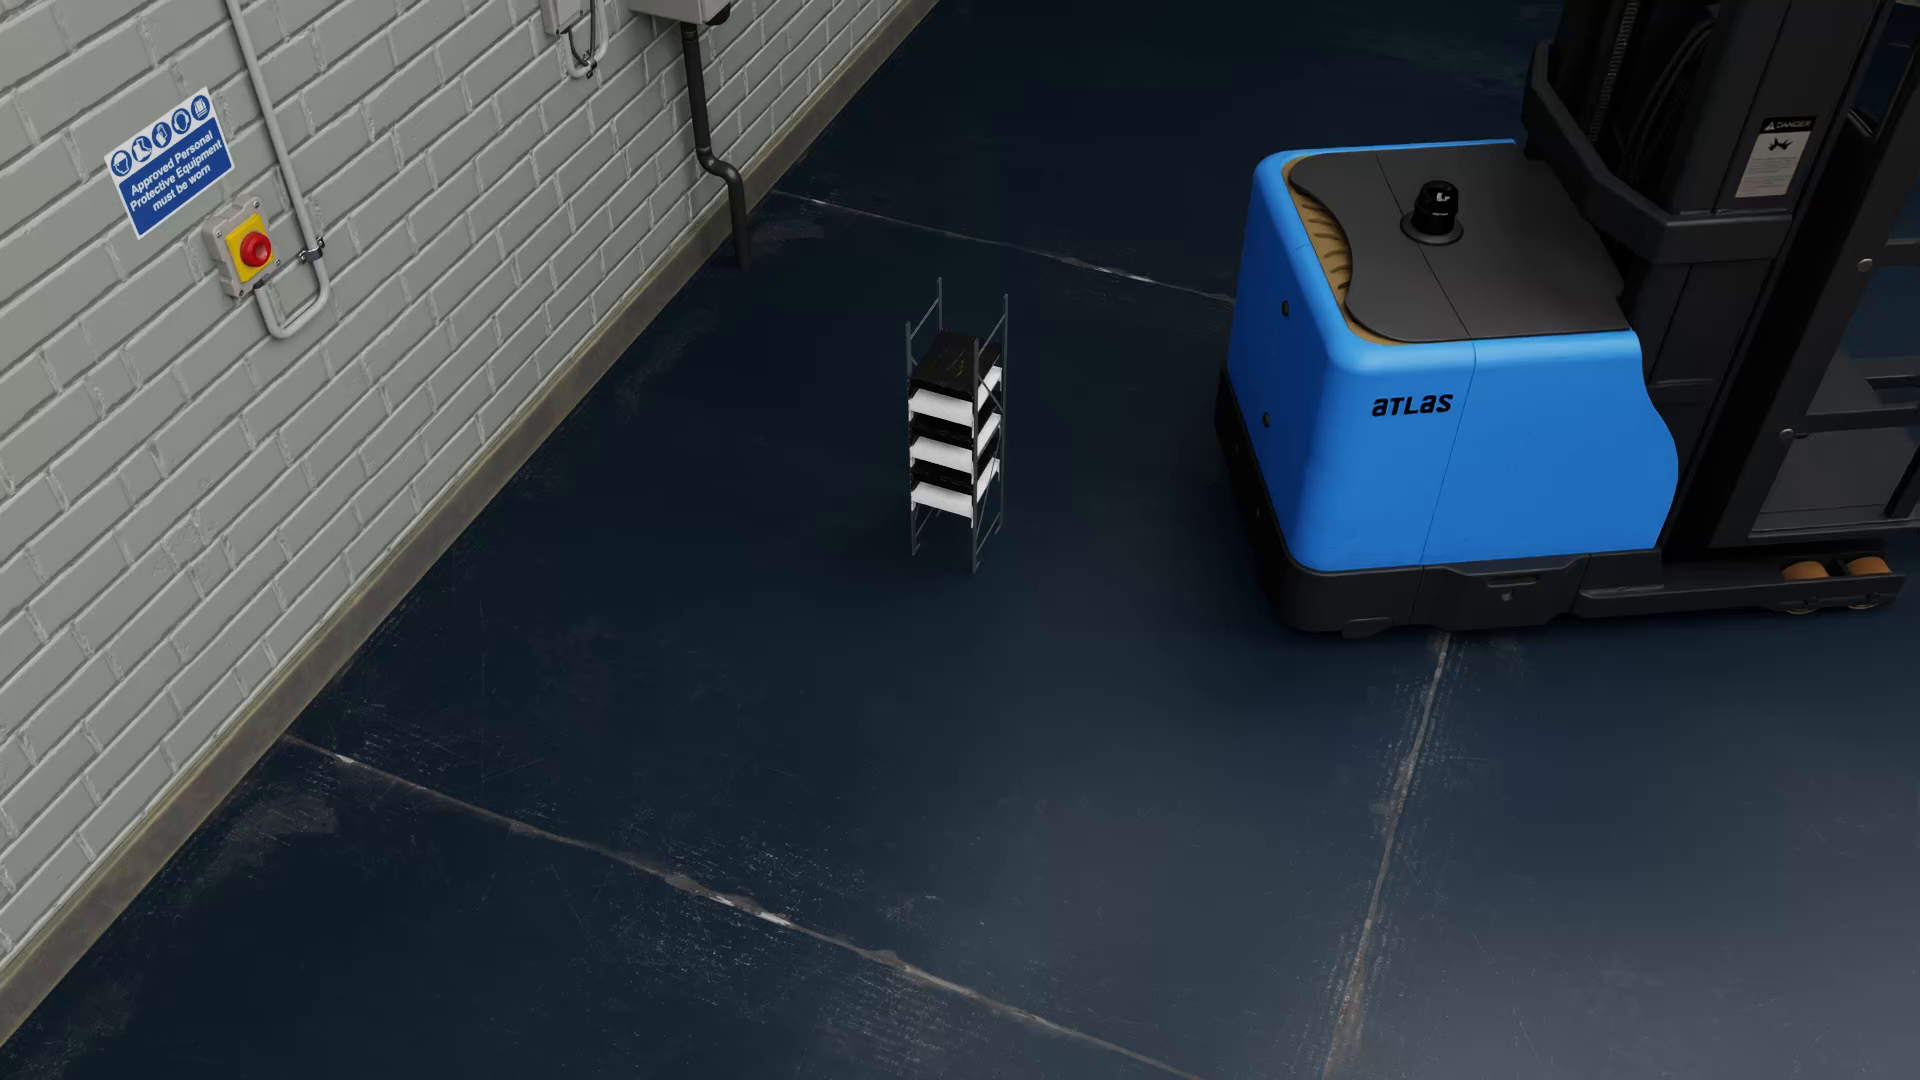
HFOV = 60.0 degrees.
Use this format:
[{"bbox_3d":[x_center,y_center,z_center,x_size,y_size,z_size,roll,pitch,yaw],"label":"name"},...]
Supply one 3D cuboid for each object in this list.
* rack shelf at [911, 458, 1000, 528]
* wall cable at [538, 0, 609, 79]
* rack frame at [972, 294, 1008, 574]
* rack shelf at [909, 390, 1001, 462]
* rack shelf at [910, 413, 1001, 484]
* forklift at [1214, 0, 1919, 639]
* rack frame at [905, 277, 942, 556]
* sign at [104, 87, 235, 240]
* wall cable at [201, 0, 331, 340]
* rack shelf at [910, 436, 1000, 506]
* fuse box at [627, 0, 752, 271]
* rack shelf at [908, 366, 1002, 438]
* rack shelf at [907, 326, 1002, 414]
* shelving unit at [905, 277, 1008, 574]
[{"bbox_3d":[-0.007,-0.170,5.085,0.200,0.077,0.258,16,47,16],"label":"rack shelf"},{"bbox_3d":[-1.189,-2.068,4.481,0.122,1.984,0.588,16,47,16],"label":"wall cable"},{"bbox_3d":[0.086,-0.294,4.907,0.006,0.900,0.240,16,47,16],"label":"rack frame"},{"bbox_3d":[-0.007,-0.361,4.895,0.200,0.077,0.258,16,47,16],"label":"rack shelf"},{"bbox_3d":[-0.007,-0.298,4.958,0.200,0.077,0.258,16,47,16],"label":"rack shelf"},{"bbox_3d":[2.397,-1.185,4.363,3.031,2.935,1.130,-4,45,-4],"label":"forklift"},{"bbox_3d":[-0.101,-0.349,4.963,0.006,0.900,0.240,16,47,16],"label":"rack frame"},{"bbox_3d":[-1.799,-0.862,3.798,0.001,0.218,0.327,16,47,16],"label":"sign"},{"bbox_3d":[-1.724,-1.152,3.539,0.123,1.953,0.585,16,47,16],"label":"wall cable"},{"bbox_3d":[-0.007,-0.234,5.022,0.200,0.077,0.258,16,47,16],"label":"rack shelf"},{"bbox_3d":[-0.781,-1.652,5.697,0.414,1.711,0.539,16,47,16],"label":"fuse box"},{"bbox_3d":[-0.007,-0.425,4.831,0.200,0.077,0.258,16,47,16],"label":"rack shelf"},{"bbox_3d":[-0.007,-0.489,4.768,0.200,0.077,0.258,16,47,16],"label":"rack shelf"},{"bbox_3d":[-0.007,-0.321,4.935,0.210,0.900,0.258,16,47,16],"label":"shelving unit"}]
